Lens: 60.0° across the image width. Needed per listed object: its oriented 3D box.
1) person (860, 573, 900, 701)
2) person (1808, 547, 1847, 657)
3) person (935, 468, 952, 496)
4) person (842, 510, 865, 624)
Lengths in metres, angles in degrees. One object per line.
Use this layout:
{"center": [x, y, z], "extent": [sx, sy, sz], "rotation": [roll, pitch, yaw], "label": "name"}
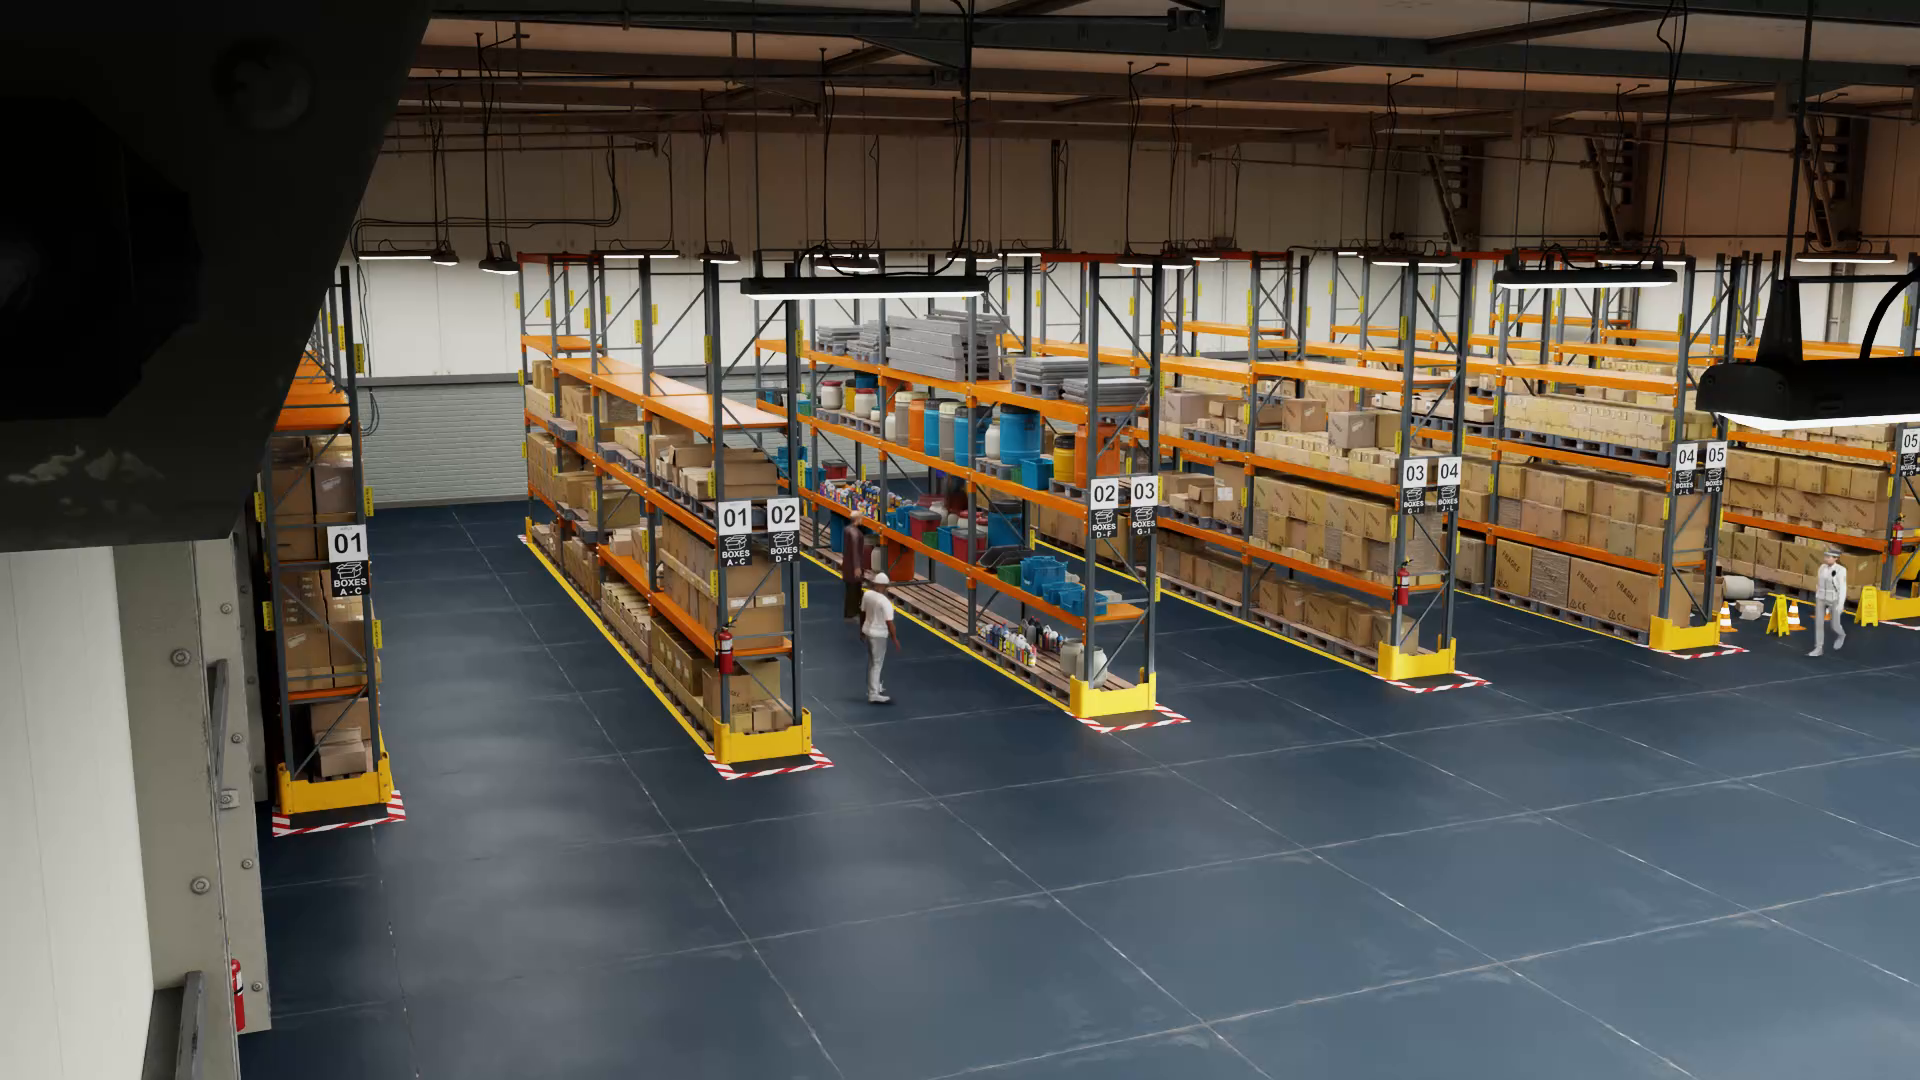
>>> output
{"center": [-1.133, 1.329, 22.964], "extent": [0.521, 1.803, 0.700], "rotation": [-5, 12, -27], "label": "person"}
{"center": [13.223, 0.927, 25.268], "extent": [0.631, 1.674, 0.469], "rotation": [-9, 14, -42], "label": "person"}
{"center": [-0.391, -1.268, 37.351], "extent": [0.340, 1.666, 0.524], "rotation": [-7, 13, -35], "label": "person"}
{"center": [-1.615, 0.420, 26.183], "extent": [0.477, 1.783, 0.646], "rotation": [0, 10, 1], "label": "person"}
